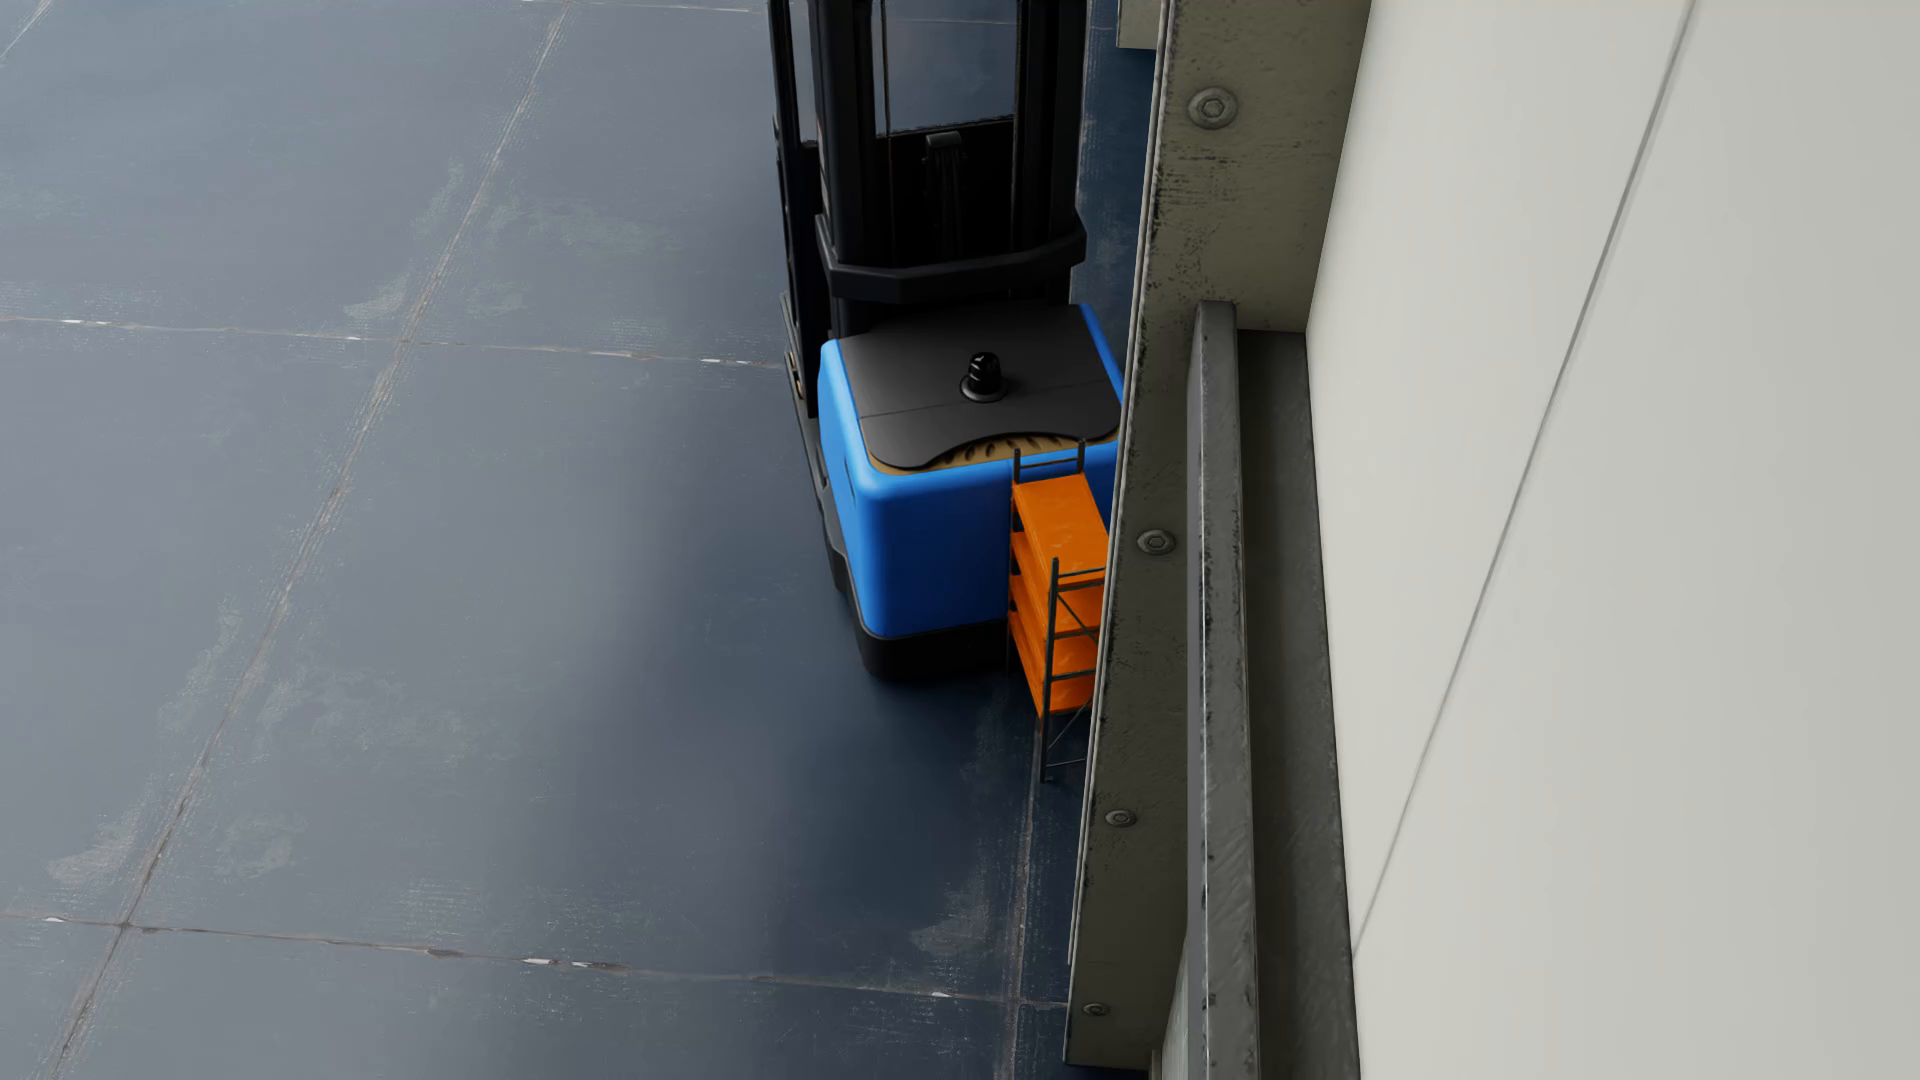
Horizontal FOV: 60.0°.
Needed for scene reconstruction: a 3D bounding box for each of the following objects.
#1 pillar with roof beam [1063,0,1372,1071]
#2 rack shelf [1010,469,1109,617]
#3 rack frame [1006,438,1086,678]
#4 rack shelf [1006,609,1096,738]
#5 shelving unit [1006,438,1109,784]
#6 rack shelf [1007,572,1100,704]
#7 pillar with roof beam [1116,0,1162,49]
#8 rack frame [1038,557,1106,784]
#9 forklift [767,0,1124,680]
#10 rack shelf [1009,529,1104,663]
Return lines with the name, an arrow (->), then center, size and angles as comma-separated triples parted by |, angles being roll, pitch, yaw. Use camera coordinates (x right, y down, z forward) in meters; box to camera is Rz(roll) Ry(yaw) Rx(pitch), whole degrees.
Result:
pillar with roof beam -> -3.790, -1.807, 2.330 | 9.100, 9.000, 0.400 | 4, 48, 4
rack shelf -> 0.347, 0.005, 5.426 | 0.258, 0.148, 0.480 | -9, 48, -9
rack frame -> 0.293, 0.094, 5.877 | 0.240, 1.200, 0.015 | -9, 48, -9
rack shelf -> 0.347, 0.449, 5.912 | 0.258, 0.148, 0.480 | -9, 48, -9
shelving unit -> 0.347, 0.270, 5.716 | 0.258, 1.200, 0.503 | -9, 48, -9
rack shelf -> 0.347, 0.315, 5.766 | 0.258, 0.148, 0.480 | -9, 48, -9
pillar with roof beam -> -3.243, -6.216, 6.363 | 9.100, 9.000, 0.400 | 4, 48, 4
rack frame -> 0.400, 0.446, 5.555 | 0.240, 1.200, 0.015 | -9, 48, -9
forklift -> -0.160, -1.577, 6.232 | 1.130, 2.935, 3.031 | -9, 48, -9
rack shelf -> 0.347, 0.164, 5.601 | 0.258, 0.148, 0.480 | -9, 48, -9
